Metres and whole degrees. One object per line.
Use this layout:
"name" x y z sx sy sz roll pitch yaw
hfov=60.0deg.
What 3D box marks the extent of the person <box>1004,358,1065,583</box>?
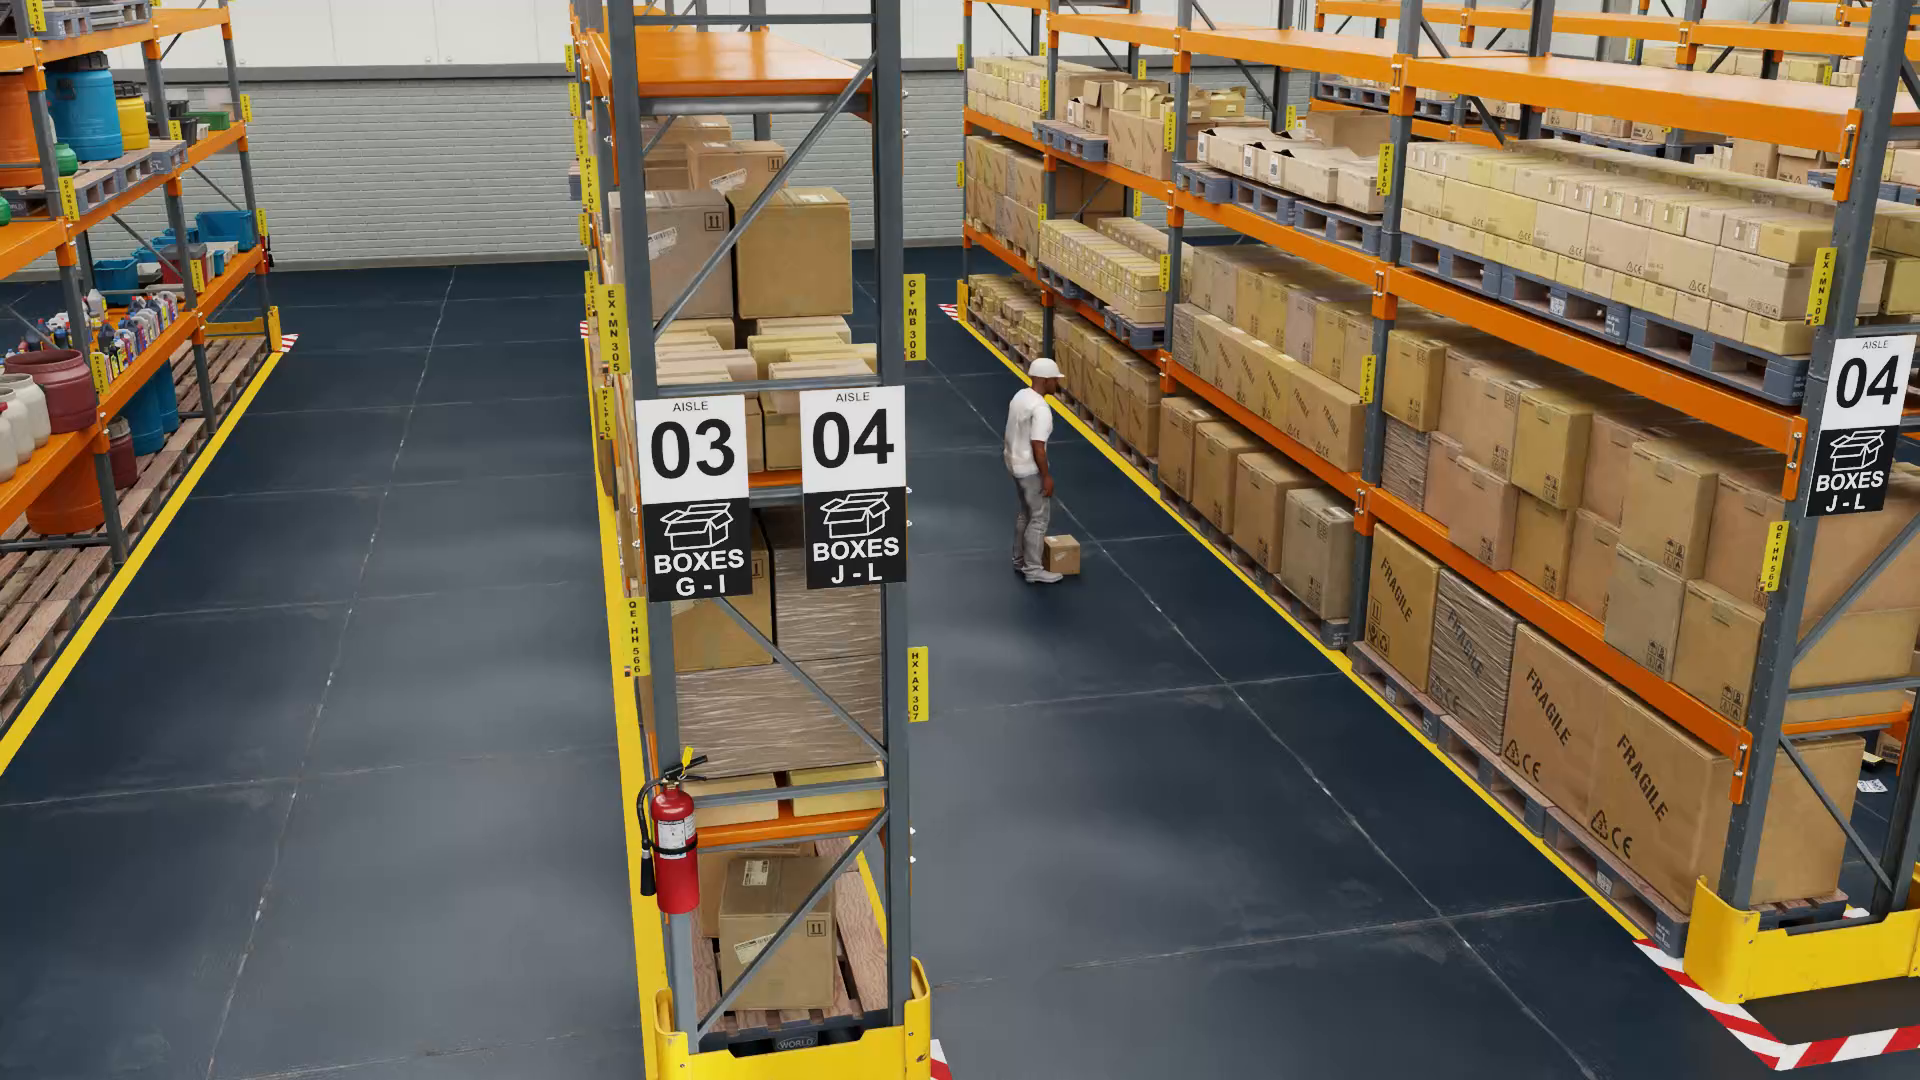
"person" 0.598 -0.567 13.144 0.460 1.760 0.634 -5 20 -13
